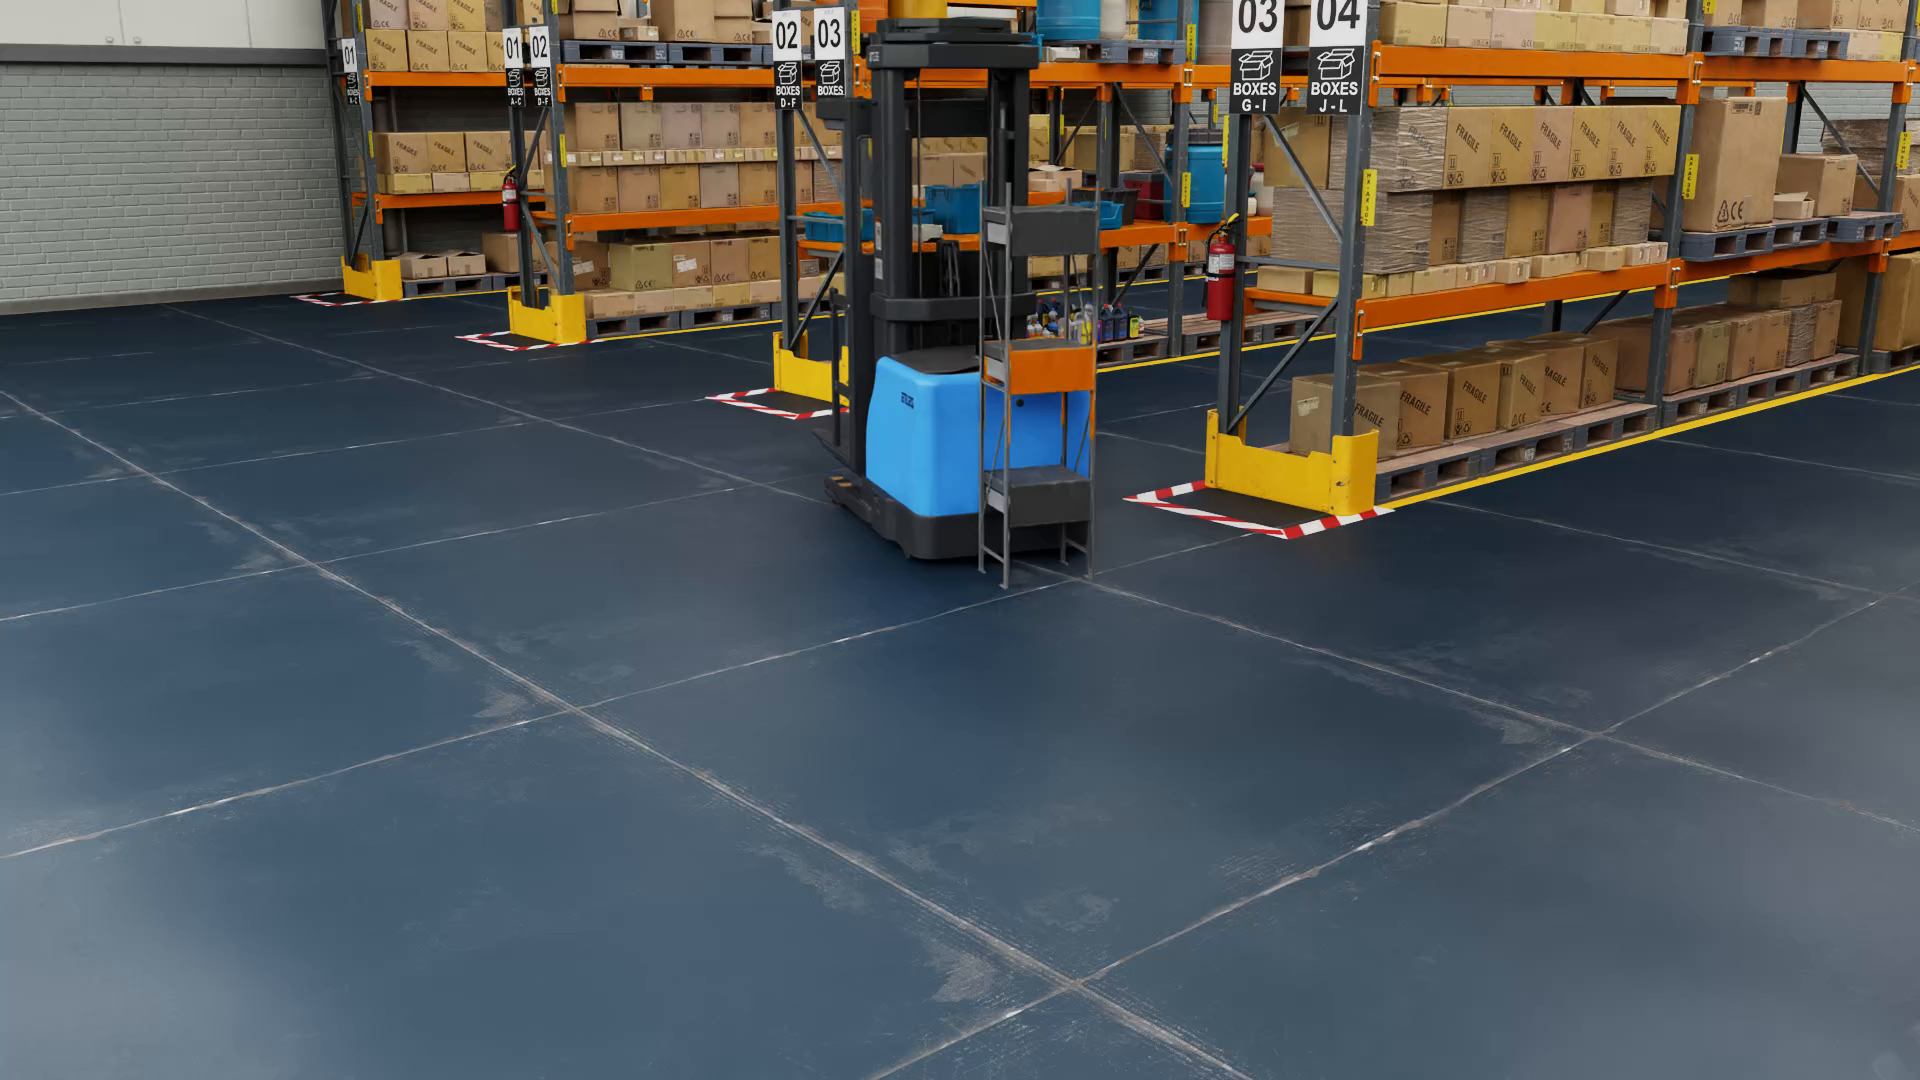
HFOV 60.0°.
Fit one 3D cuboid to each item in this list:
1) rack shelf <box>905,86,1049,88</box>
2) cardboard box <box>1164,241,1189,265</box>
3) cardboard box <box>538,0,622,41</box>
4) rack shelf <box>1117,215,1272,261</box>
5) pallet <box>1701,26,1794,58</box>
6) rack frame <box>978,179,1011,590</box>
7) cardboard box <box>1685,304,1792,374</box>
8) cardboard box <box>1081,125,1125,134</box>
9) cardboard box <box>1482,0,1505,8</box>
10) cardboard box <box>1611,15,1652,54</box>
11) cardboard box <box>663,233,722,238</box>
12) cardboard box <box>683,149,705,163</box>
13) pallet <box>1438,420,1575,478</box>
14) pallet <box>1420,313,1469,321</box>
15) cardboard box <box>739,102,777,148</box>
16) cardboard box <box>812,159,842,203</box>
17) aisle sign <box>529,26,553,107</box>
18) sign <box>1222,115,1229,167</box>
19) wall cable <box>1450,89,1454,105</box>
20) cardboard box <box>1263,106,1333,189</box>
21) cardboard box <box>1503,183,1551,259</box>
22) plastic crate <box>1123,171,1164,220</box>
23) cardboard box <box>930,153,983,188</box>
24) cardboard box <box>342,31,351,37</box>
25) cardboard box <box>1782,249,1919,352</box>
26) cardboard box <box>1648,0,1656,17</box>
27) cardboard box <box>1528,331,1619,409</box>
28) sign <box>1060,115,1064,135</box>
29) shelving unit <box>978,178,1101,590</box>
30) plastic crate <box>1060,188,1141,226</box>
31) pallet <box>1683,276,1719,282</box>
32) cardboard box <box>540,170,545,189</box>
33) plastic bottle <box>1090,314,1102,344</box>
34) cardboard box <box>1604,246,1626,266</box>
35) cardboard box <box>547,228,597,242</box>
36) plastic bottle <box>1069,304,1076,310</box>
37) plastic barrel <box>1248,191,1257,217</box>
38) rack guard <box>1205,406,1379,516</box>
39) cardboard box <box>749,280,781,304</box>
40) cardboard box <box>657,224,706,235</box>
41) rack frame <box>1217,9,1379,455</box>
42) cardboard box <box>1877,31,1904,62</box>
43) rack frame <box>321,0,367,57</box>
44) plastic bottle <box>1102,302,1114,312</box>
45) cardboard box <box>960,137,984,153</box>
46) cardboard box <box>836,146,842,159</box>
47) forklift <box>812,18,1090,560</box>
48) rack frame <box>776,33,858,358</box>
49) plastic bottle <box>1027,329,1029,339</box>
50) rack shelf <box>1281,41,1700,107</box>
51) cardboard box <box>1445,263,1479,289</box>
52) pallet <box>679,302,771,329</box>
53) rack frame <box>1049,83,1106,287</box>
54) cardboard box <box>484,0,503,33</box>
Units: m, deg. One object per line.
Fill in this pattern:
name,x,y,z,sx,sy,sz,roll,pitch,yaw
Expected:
rack shelf,-0.145,-7.408,27.252,4.000,0.370,1.077,-13,19,-39
cardboard box,2.905,-4.204,23.667,0.500,0.500,0.500,-13,20,-40
cardboard box,-3.998,-5.515,17.485,0.637,0.503,0.797,-11,18,-36
rack shelf,3.341,-3.352,17.882,4.000,0.370,1.077,-13,19,-39
pallet,5.619,-3.839,12.862,1.003,0.211,1.213,-13,19,-39
rack frame,0.178,-0.799,8.674,0.015,2.100,0.400,-5,16,-20
cardboard box,6.775,-1.768,14.548,0.500,0.500,0.700,-11,18,-35
cardboard box,2.338,-7.001,29.567,0.700,0.700,0.980,-13,20,-41
cardboard box,3.232,-3.455,10.576,0.250,0.149,0.380,-13,20,-40
cardboard box,4.510,-3.559,11.740,0.500,0.250,0.500,-12,19,-38
cardboard box,-3.102,-3.291,19.318,0.500,0.500,0.500,-13,19,-39
cardboard box,-3.026,-4.253,18.410,0.250,0.149,0.380,-13,20,-40
pallet,3.679,-0.721,12.041,1.213,0.211,1.003,-13,19,-39
pallet,5.417,-2.833,19.948,1.213,0.211,1.003,-13,19,-39
cardboard box,-2.506,-4.754,19.028,0.500,0.500,0.700,-13,20,-39
cardboard box,-1.747,-4.298,19.834,0.500,0.500,0.700,-13,20,-41
aisle sign,-4.283,-4.834,16.996,0.004,0.787,0.394,-13,19,-39
sign,1.717,-2.543,10.601,0.005,0.325,0.100,-13,19,-39
wall cable,8.883,-9.609,34.305,0.112,2.526,3.097,-13,19,-39
cardboard box,2.319,-2.536,10.722,0.500,0.500,0.500,-13,19,-39
cardboard box,3.588,-2.266,11.650,0.500,0.500,0.875,-13,19,-39
plastic crate,1.997,-3.534,17.042,0.583,0.464,0.402,-13,19,-39
cardboard box,-0.051,-4.675,21.247,0.500,0.500,0.500,-13,19,-39
cardboard box,-7.540,-6.239,21.251,0.500,0.500,0.500,-11,18,-35
cardboard box,8.635,-2.364,16.090,0.875,0.875,1.225,-14,20,-42
cardboard box,4.766,-3.827,11.972,0.250,0.149,0.380,-12,19,-39
cardboard box,4.755,-1.332,12.954,0.500,0.500,0.500,-13,20,-41
sign,1.727,-7.062,28.286,0.005,0.325,0.100,-13,19,-39
shelving unit,0.407,-0.821,8.755,0.503,2.100,0.431,-5,16,-20
plastic crate,1.354,-3.267,16.289,0.504,0.338,0.767,-13,19,-39
pallet,10.237,-3.915,23.996,1.213,0.211,1.003,-13,19,-39
cardboard box,-5.580,-4.917,22.596,0.500,0.250,0.500,-13,20,-40
plastic bottle,1.295,-2.028,15.940,0.133,0.283,0.061,-11,19,-36
cardboard box,4.691,-2.111,12.326,0.250,0.149,0.380,-13,19,-39
cardboard box,-5.428,-4.111,23.319,0.500,0.500,0.500,14,21,43
plastic bottle,1.078,-2.229,16.708,0.135,0.276,0.152,-12,19,-37
plastic barrel,2.931,-3.489,17.266,0.301,0.262,0.301,0,15,0
rack guard,2.123,-0.524,10.745,0.348,0.500,1.175,-13,19,-39
cardboard box,-2.374,-2.909,19.342,0.500,0.250,0.500,-13,19,-39
cardboard box,-4.127,-4.423,24.486,0.500,0.500,0.700,-12,19,-38
rack frame,2.066,-1.719,10.374,0.127,3.000,1.000,-13,19,-39
cardboard box,7.903,-4.323,14.599,0.500,0.250,0.500,-13,19,-39
rack frame,-7.689,-7.511,20.430,0.127,3.000,1.000,-13,19,-39
plastic bottle,1.441,-2.157,16.292,0.185,0.351,0.144,-13,19,-39
cardboard box,0.045,-6.462,27.321,0.500,0.500,0.500,-12,19,-38
cardboard box,-1.481,-4.600,19.708,0.250,0.149,0.380,-13,20,-39
forklift,-0.230,-1.645,10.229,1.130,2.935,3.031,-5,16,-19
rack frame,-1.185,-2.683,13.984,0.127,3.000,1.000,-13,19,-39
plastic bottle,0.570,-1.865,15.330,0.133,0.283,0.061,-12,19,-38
rack shelf,3.575,-3.160,11.348,4.000,0.370,1.077,-13,19,-39
cardboard box,3.205,-1.765,11.032,0.250,0.149,0.380,-13,19,-39
pallet,-2.965,-2.645,19.241,1.213,0.211,1.003,-13,19,-39
rack frame,1.601,-5.004,22.670,0.127,3.000,1.000,-13,19,-39
cardboard box,-6.360,-6.984,22.101,0.500,0.500,0.500,-13,20,-39
